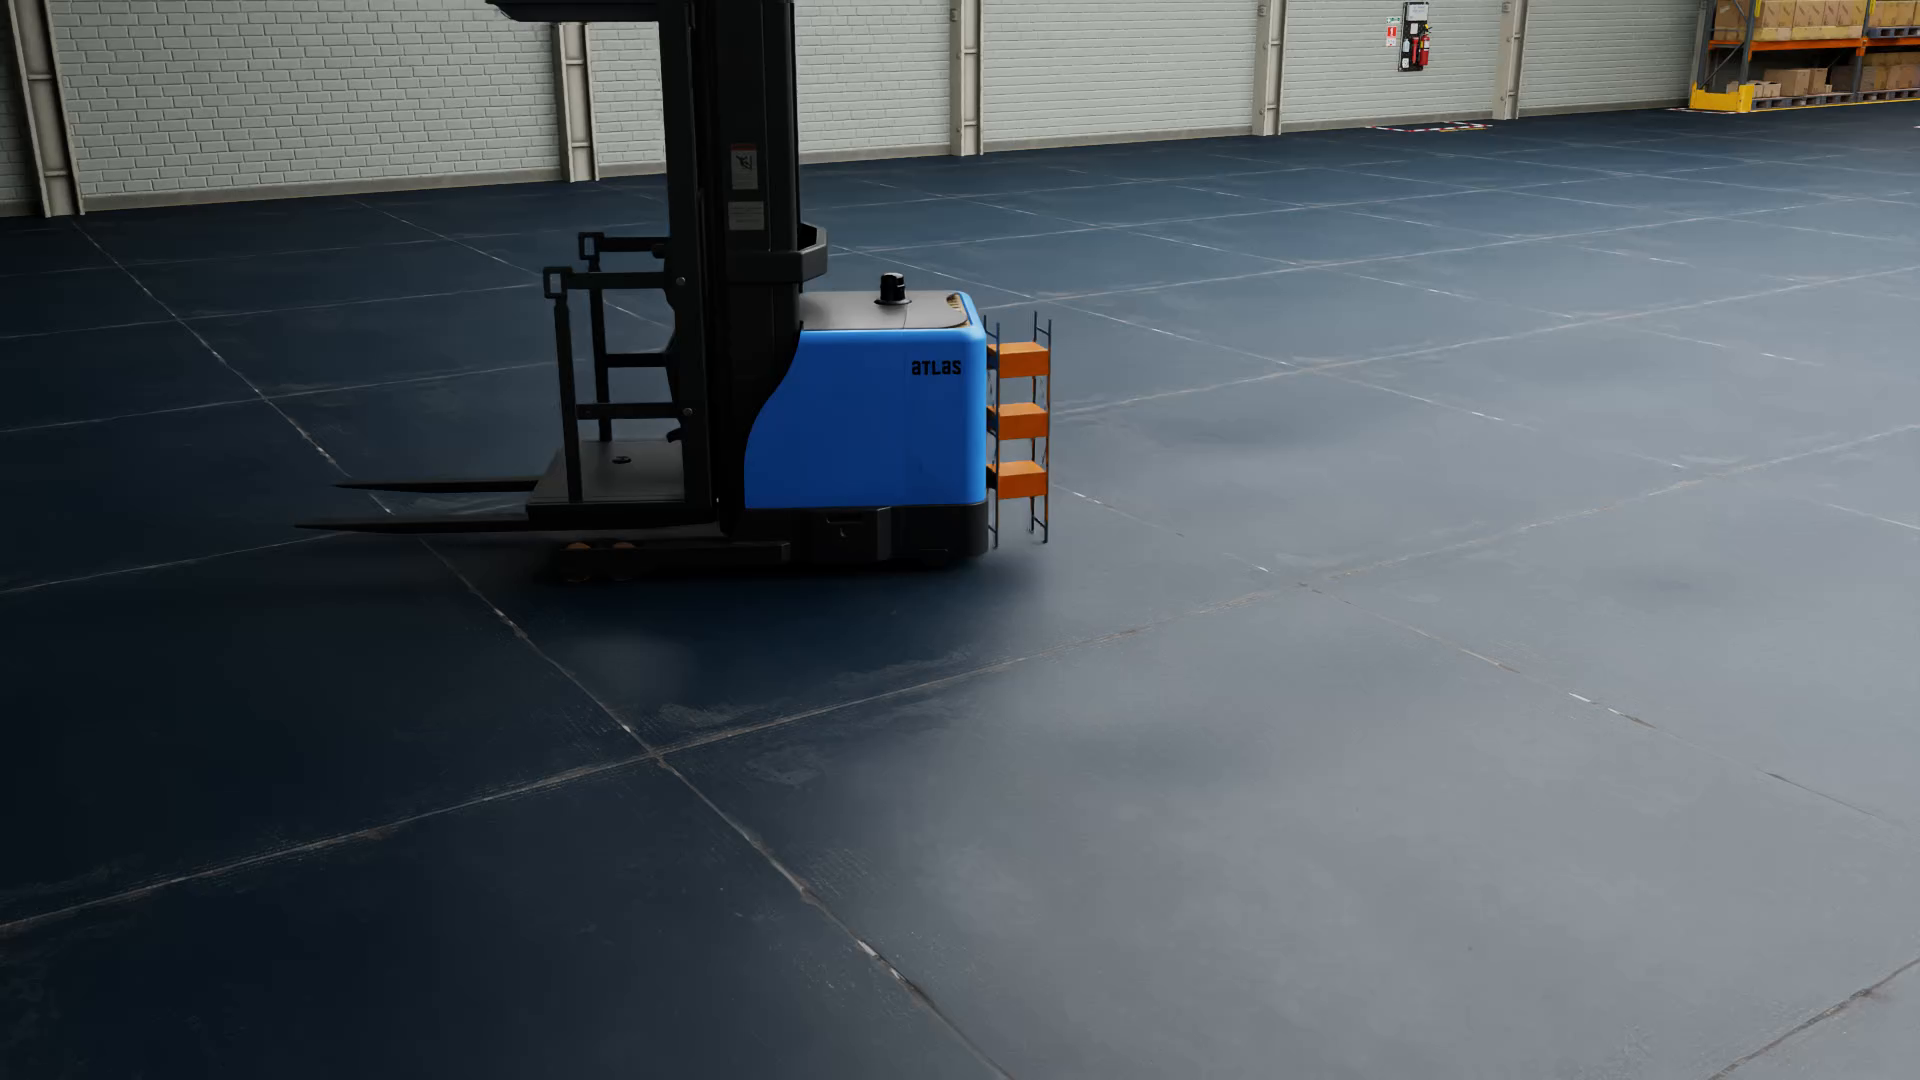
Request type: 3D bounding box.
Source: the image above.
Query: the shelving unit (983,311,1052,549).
[{"bbox_3d":[0.255,-0.498,7.579,0.252,1.050,0.215,-6,20,-17],"label":"shelving unit"}]

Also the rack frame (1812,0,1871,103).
[{"bbox_3d":[18.362,-10.660,34.593,0.127,3.000,1.000,-12,22,-31],"label":"rack frame"}]

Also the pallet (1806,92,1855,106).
[{"bbox_3d":[17.821,-9.211,34.662,1.213,0.211,1.003,-12,22,-31],"label":"pallet"}]

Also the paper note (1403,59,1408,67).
[{"bbox_3d":[7.849,-8.398,29.278,0.142,0.148,0.016,-12,22,-31],"label":"paper note"}]

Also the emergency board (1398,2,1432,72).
[{"bbox_3d":[8.034,-8.828,29.175,0.643,1.169,0.194,-12,22,-31],"label":"emergency board"}]

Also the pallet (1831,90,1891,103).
[{"bbox_3d":[19.012,-9.477,35.447,1.213,0.211,1.003,-12,22,-31],"label":"pallet"}]

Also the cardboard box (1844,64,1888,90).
[{"bbox_3d":[19.372,-9.923,35.629,0.500,0.500,0.700,-12,22,-32],"label":"cardboard box"}]

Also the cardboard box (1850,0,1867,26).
[{"bbox_3d":[18.137,-10.788,34.003,0.500,0.500,0.500,-12,22,-32],"label":"cardboard box"}]

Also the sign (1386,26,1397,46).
[{"bbox_3d":[7.516,-8.775,28.963,0.234,0.329,0.001,-12,22,-31],"label":"sign"}]

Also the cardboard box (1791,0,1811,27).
[{"bbox_3d":[16.439,-10.427,32.935,0.500,0.500,0.500,-13,22,-33],"label":"cardboard box"}]

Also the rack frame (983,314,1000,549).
[{"bbox_3d":[0.139,-0.486,7.543,0.008,1.050,0.200,-6,20,-17],"label":"rack frame"}]

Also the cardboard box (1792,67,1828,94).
[{"bbox_3d":[17.517,-9.491,34.351,0.500,0.500,0.500,-14,23,-35],"label":"cardboard box"}]

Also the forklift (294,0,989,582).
[{"bbox_3d":[-1.415,-1.381,7.254,3.031,2.935,1.130,-1,19,-4],"label":"forklift"}]

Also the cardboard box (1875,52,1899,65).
[{"bbox_3d":[19.766,-10.345,35.706,0.500,0.250,0.500,-13,22,-33],"label":"cardboard box"}]

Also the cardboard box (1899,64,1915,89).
[{"bbox_3d":[20.237,-10.093,36.133,0.500,0.500,0.700,-12,22,-32],"label":"cardboard box"}]

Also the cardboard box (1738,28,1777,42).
[{"bbox_3d":[15.604,-9.895,32.533,0.500,0.250,0.500,-13,22,-33],"label":"cardboard box"}]

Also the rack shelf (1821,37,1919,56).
[{"bbox_3d":[20.033,-10.672,35.751,4.000,0.370,1.077,-12,22,-31],"label":"rack shelf"}]

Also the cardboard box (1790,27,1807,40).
[{"bbox_3d":[16.458,-10.078,33.076,0.500,0.250,0.500,-12,22,-32],"label":"cardboard box"}]

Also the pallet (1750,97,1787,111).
[{"bbox_3d":[15.783,-8.782,33.391,1.213,0.211,1.003,-12,22,-31],"label":"pallet"}]

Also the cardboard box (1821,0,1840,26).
[{"bbox_3d":[17.297,-10.613,33.485,0.500,0.500,0.500,-13,22,-33],"label":"cardboard box"}]

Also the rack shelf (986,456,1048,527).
[{"bbox_3d":[0.255,-0.225,7.671,0.240,0.259,0.215,-6,20,-17],"label":"rack shelf"}]

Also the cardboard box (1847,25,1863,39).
[{"bbox_3d":[18.133,-10.434,34.128,0.500,0.250,0.500,-12,22,-31],"label":"cardboard box"}]

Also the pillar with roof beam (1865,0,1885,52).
[{"bbox_3d":[22.509,-13.058,32.318,0.400,9.000,9.100,-12,22,-31],"label":"pillar with roof beam"}]

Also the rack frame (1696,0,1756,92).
[{"bbox_3d":[15.021,-9.956,32.509,0.127,3.000,1.000,-12,22,-31],"label":"rack frame"}]

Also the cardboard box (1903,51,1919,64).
[{"bbox_3d":[20.620,-10.520,36.223,0.500,0.250,0.500,-11,22,-30],"label":"cardboard box"}]

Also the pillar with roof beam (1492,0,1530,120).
[{"bbox_3d":[12.487,-10.944,26.065,0.400,9.000,9.100,-12,22,-31],"label":"pillar with roof beam"}]

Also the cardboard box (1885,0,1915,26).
[{"bbox_3d":[19.809,-11.217,35.398,0.500,0.500,0.700,-9,21,-24],"label":"cardboard box"}]

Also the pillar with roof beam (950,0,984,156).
[{"bbox_3d":[2.465,-8.830,19.813,0.400,9.000,9.100,-12,22,-31],"label":"pillar with roof beam"}]

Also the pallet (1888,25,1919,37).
[{"bbox_3d":[20.072,-10.914,35.644,1.213,0.211,1.003,-12,22,-31],"label":"pallet"}]

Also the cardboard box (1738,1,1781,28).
[{"bbox_3d":[15.585,-10.253,32.421,0.500,0.500,0.500,-12,22,-31],"label":"cardboard box"}]

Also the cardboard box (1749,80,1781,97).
[{"bbox_3d":[16.125,-9.088,33.456,0.500,0.311,0.500,-10,21,-27],"label":"cardboard box"}]

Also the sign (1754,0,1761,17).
[{"bbox_3d":[15.320,-10.221,31.941,0.005,0.325,0.100,-12,22,-31],"label":"sign"}]

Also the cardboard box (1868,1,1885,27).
[{"bbox_3d":[18.806,-10.996,34.745,0.500,0.500,0.700,-12,22,-31],"label":"cardboard box"}]

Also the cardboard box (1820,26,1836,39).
[{"bbox_3d":[17.301,-10.256,33.600,0.500,0.250,0.500,-12,22,-32],"label":"cardboard box"}]
